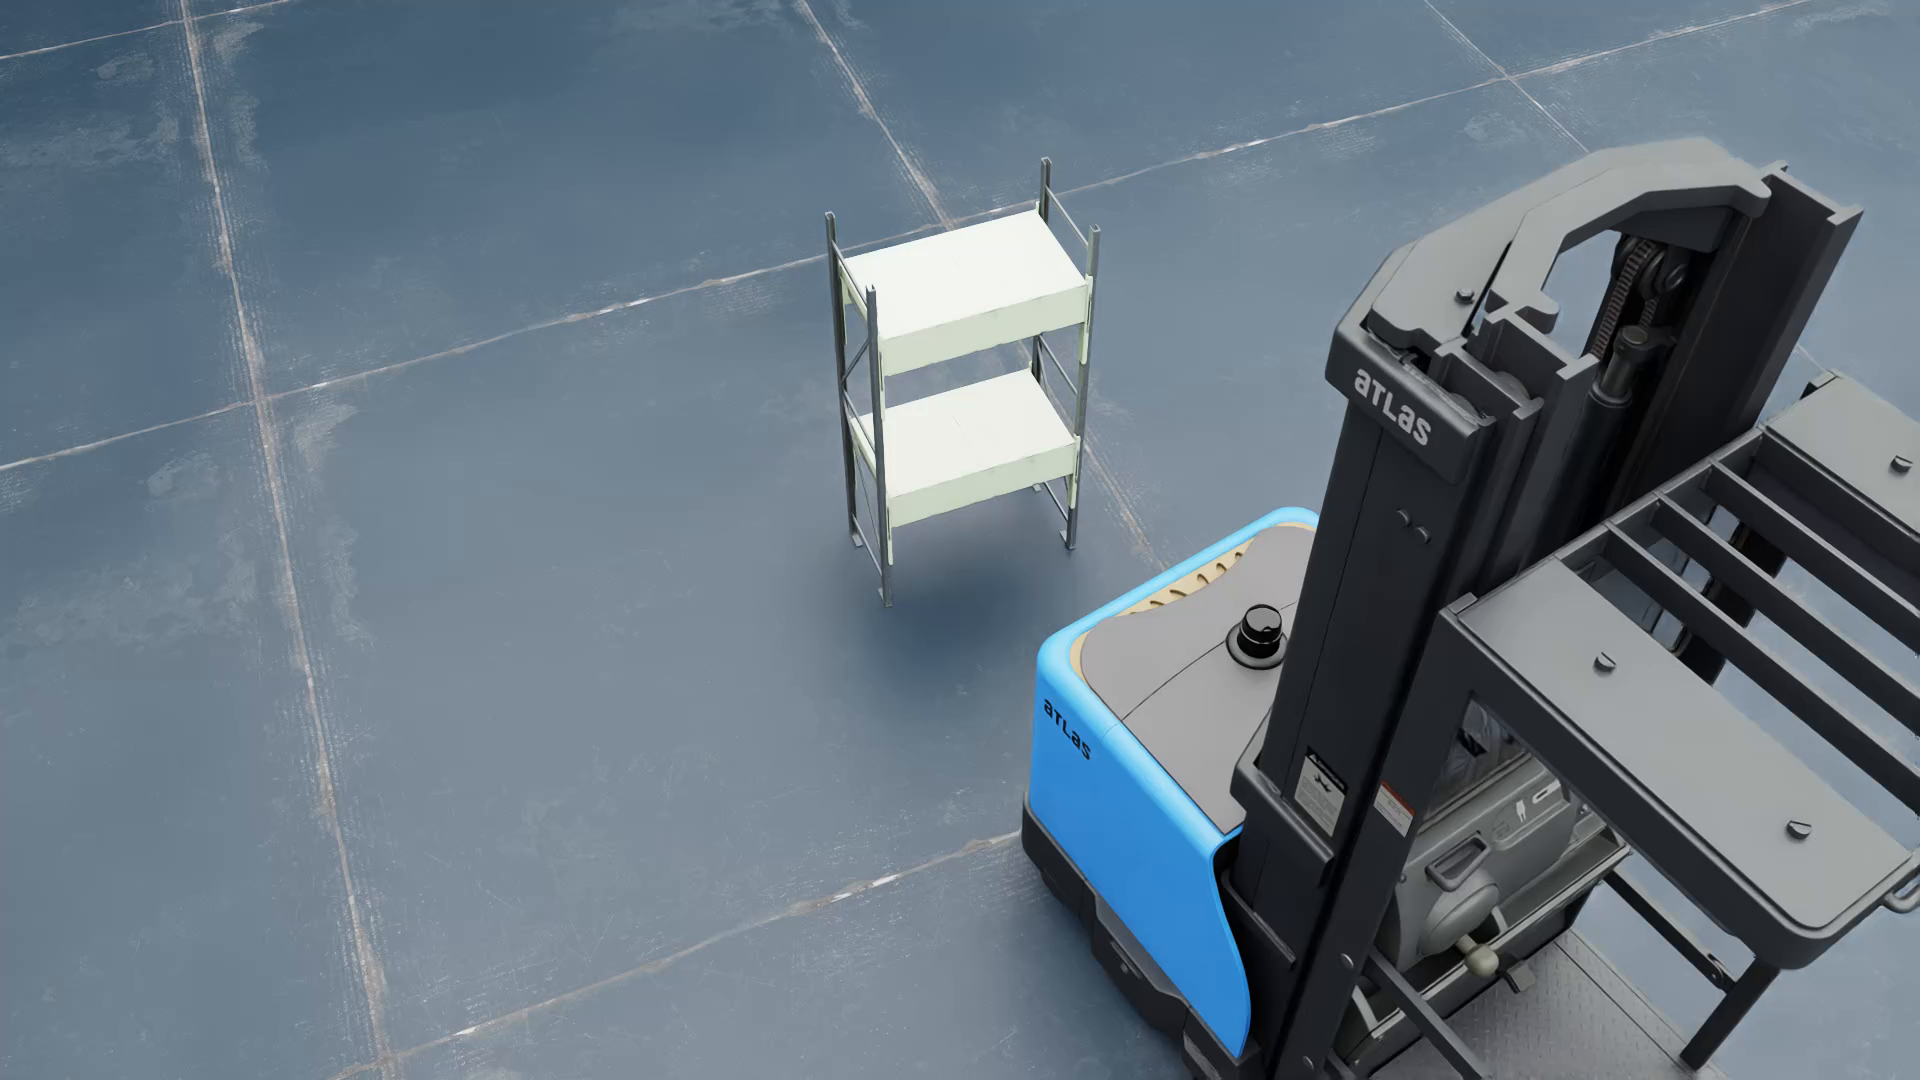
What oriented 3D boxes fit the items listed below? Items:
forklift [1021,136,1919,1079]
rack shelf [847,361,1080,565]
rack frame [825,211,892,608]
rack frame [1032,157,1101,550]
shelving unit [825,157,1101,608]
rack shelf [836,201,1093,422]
[{"bbox_3d":[1.444,0.751,3.673,1.130,2.935,3.031,-27,55,-22],"label":"forklift"},{"bbox_3d":[0.006,-0.278,5.930,0.720,0.370,0.431,-17,52,-14],"label":"rack shelf"},{"bbox_3d":[-0.333,-0.386,5.593,0.023,1.500,0.400,-17,52,-14],"label":"rack frame"},{"bbox_3d":[0.345,-0.596,5.773,0.023,1.500,0.400,-17,52,-14],"label":"rack frame"},{"bbox_3d":[0.006,-0.491,5.683,0.755,1.500,0.431,-17,52,-14],"label":"shelving unit"},{"bbox_3d":[0.006,-0.745,5.387,0.720,0.370,0.431,-17,52,-14],"label":"rack shelf"}]
